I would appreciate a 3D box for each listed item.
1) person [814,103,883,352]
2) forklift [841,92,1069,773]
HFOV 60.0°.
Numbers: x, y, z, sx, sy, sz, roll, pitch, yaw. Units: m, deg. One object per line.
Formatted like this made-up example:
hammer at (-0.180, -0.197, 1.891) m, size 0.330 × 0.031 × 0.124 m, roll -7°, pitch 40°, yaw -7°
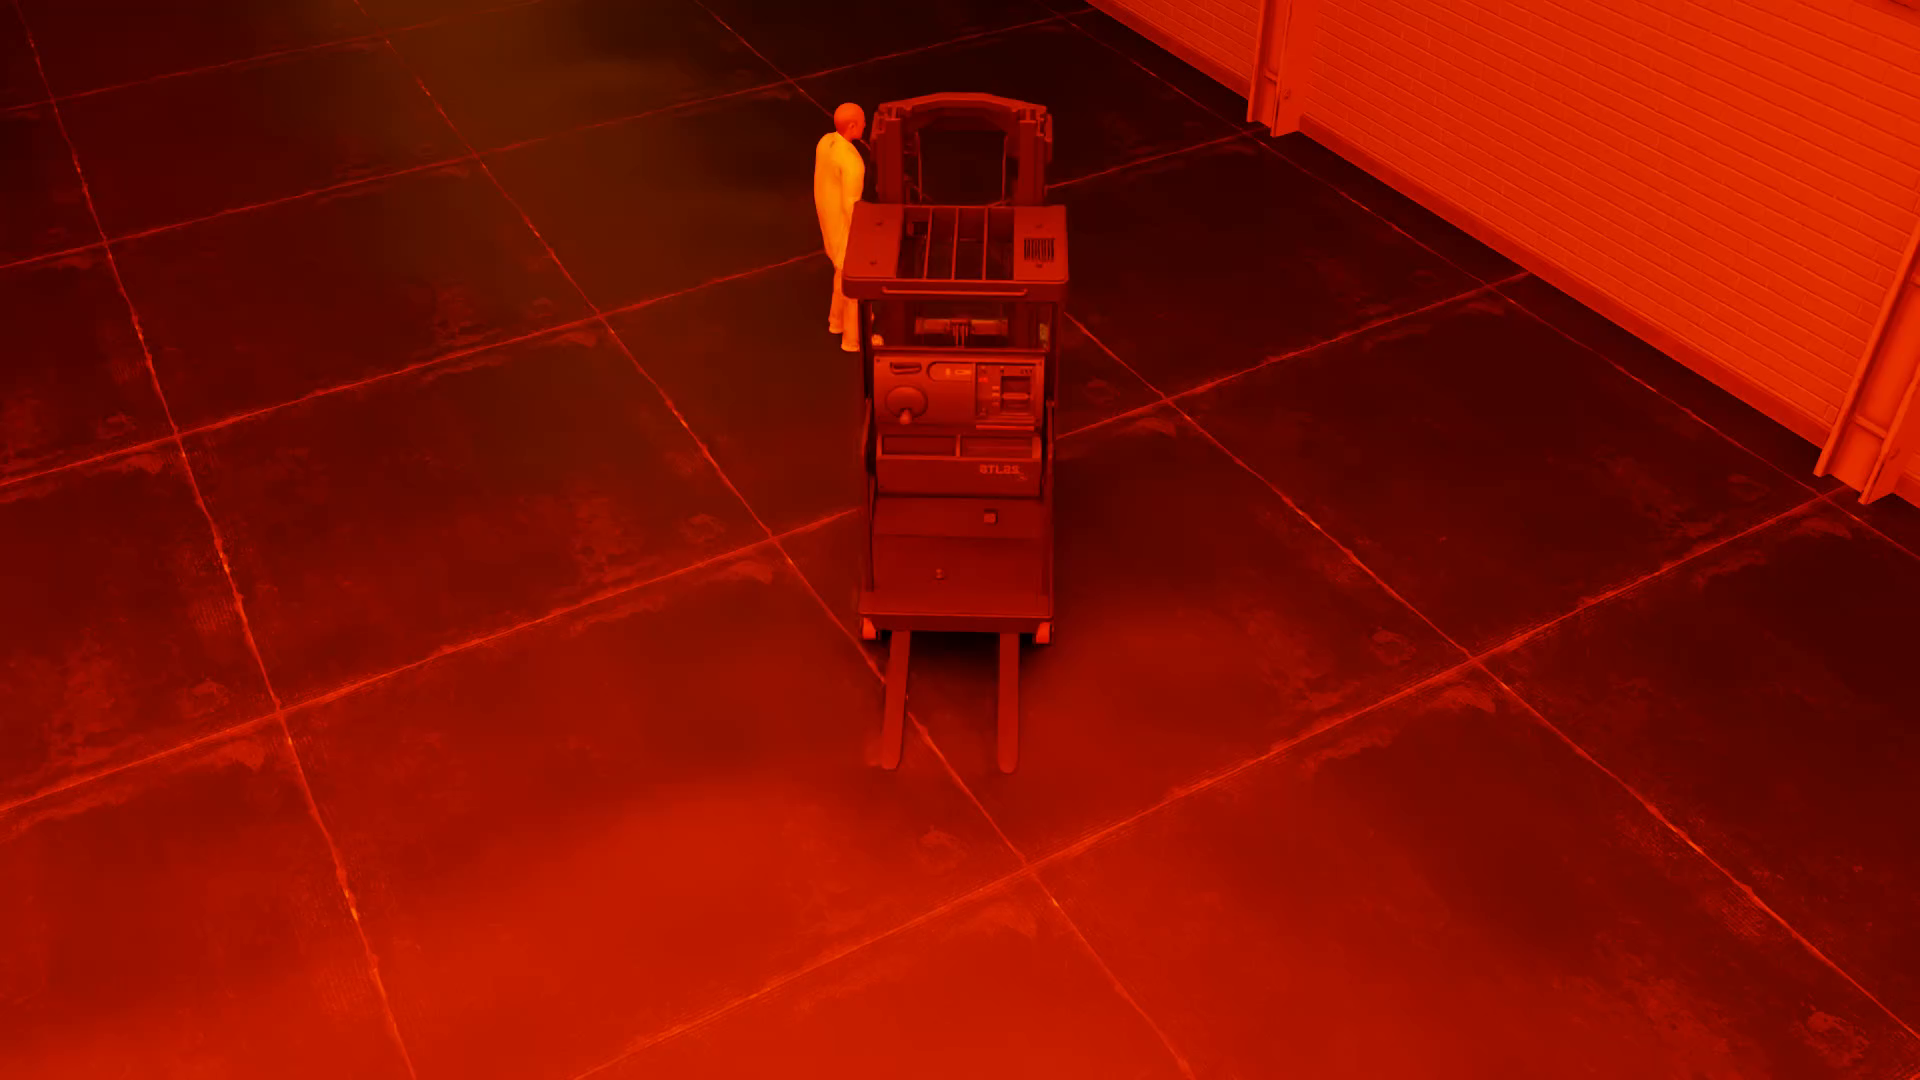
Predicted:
person at (-0.775, -2.187, 11.581) m, size 0.430 × 1.772 × 0.647 m, roll -15°, pitch 42°, yaw -17°
forklift at (-0.011, -0.737, 8.924) m, size 1.130 × 2.935 × 3.031 m, roll 1°, pitch 40°, yaw 1°
